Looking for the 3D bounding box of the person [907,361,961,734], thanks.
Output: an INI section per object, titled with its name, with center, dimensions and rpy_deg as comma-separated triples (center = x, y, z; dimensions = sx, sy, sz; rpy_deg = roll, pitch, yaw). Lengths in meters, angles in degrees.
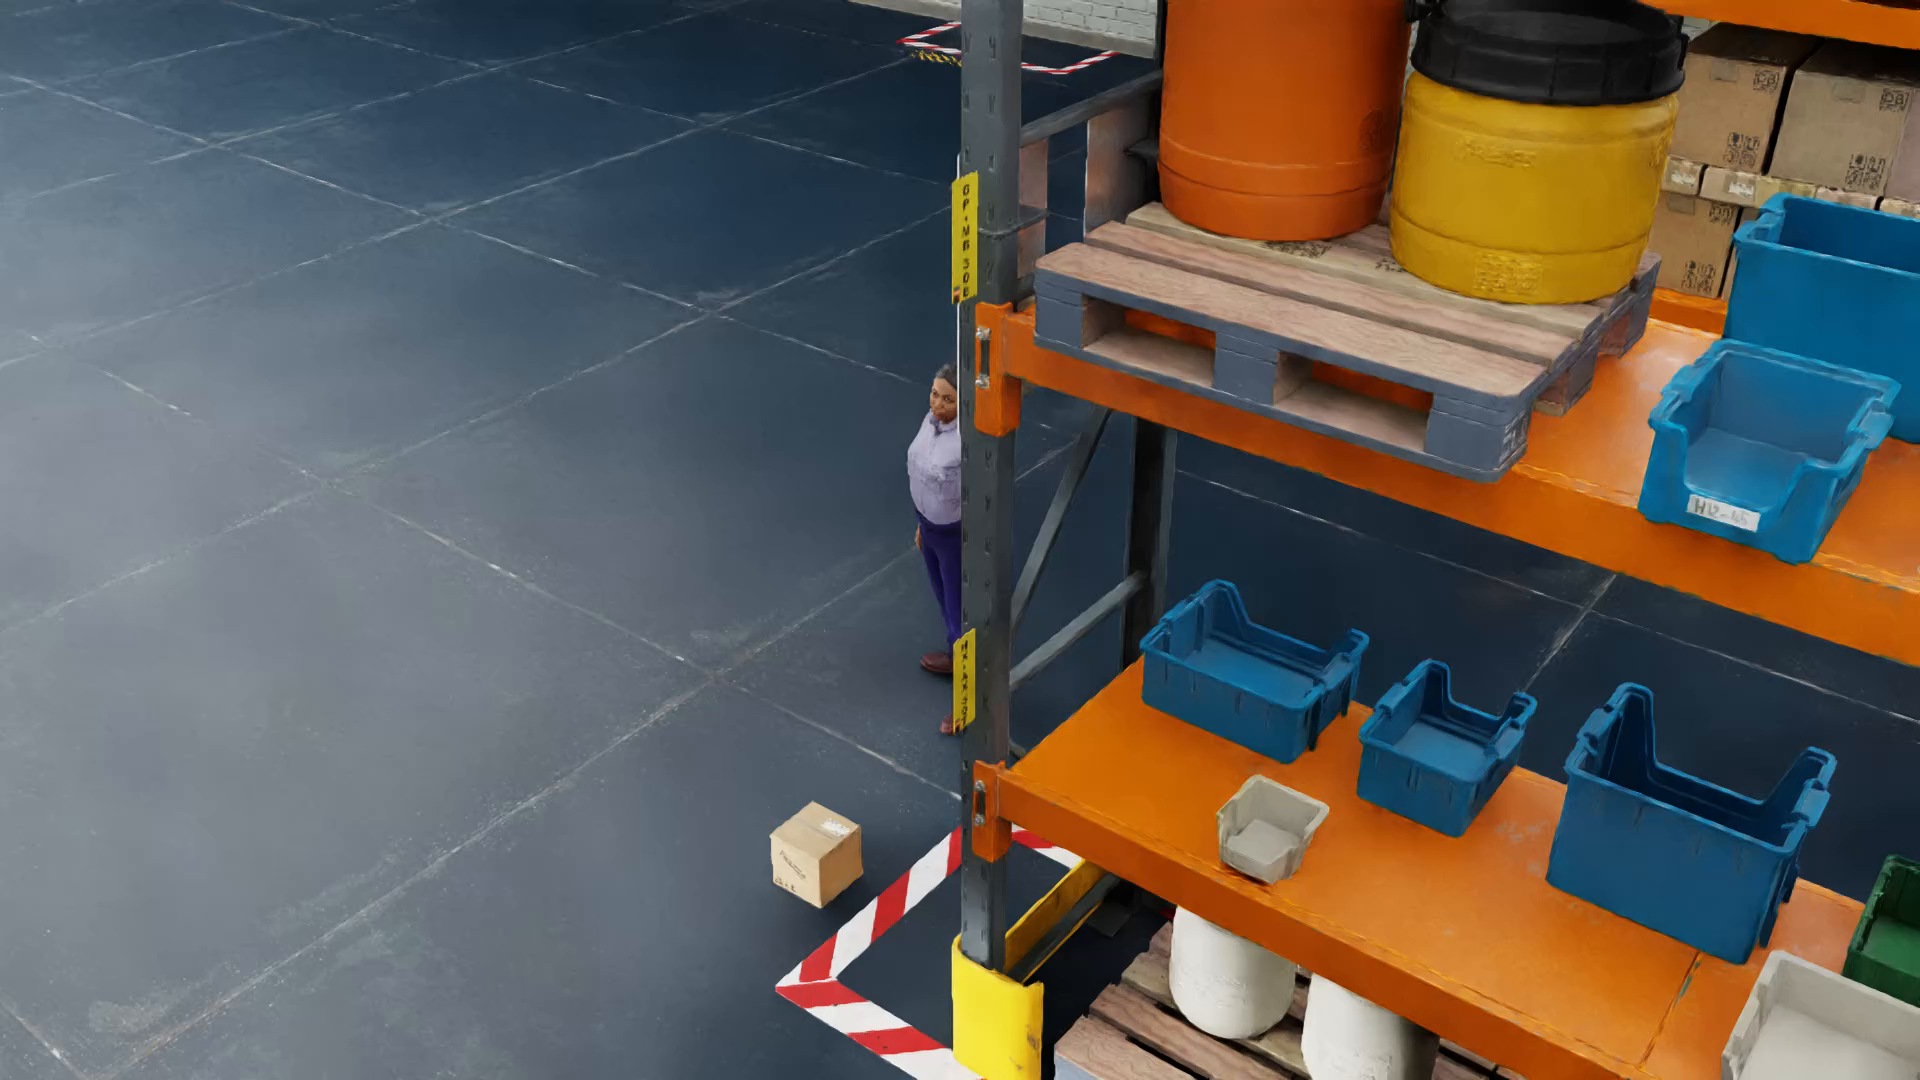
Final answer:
[person]
center = -0.019, -0.007, 7.128
dimensions = 0.373, 1.642, 0.602
rpy_deg = -14, 34, -22
